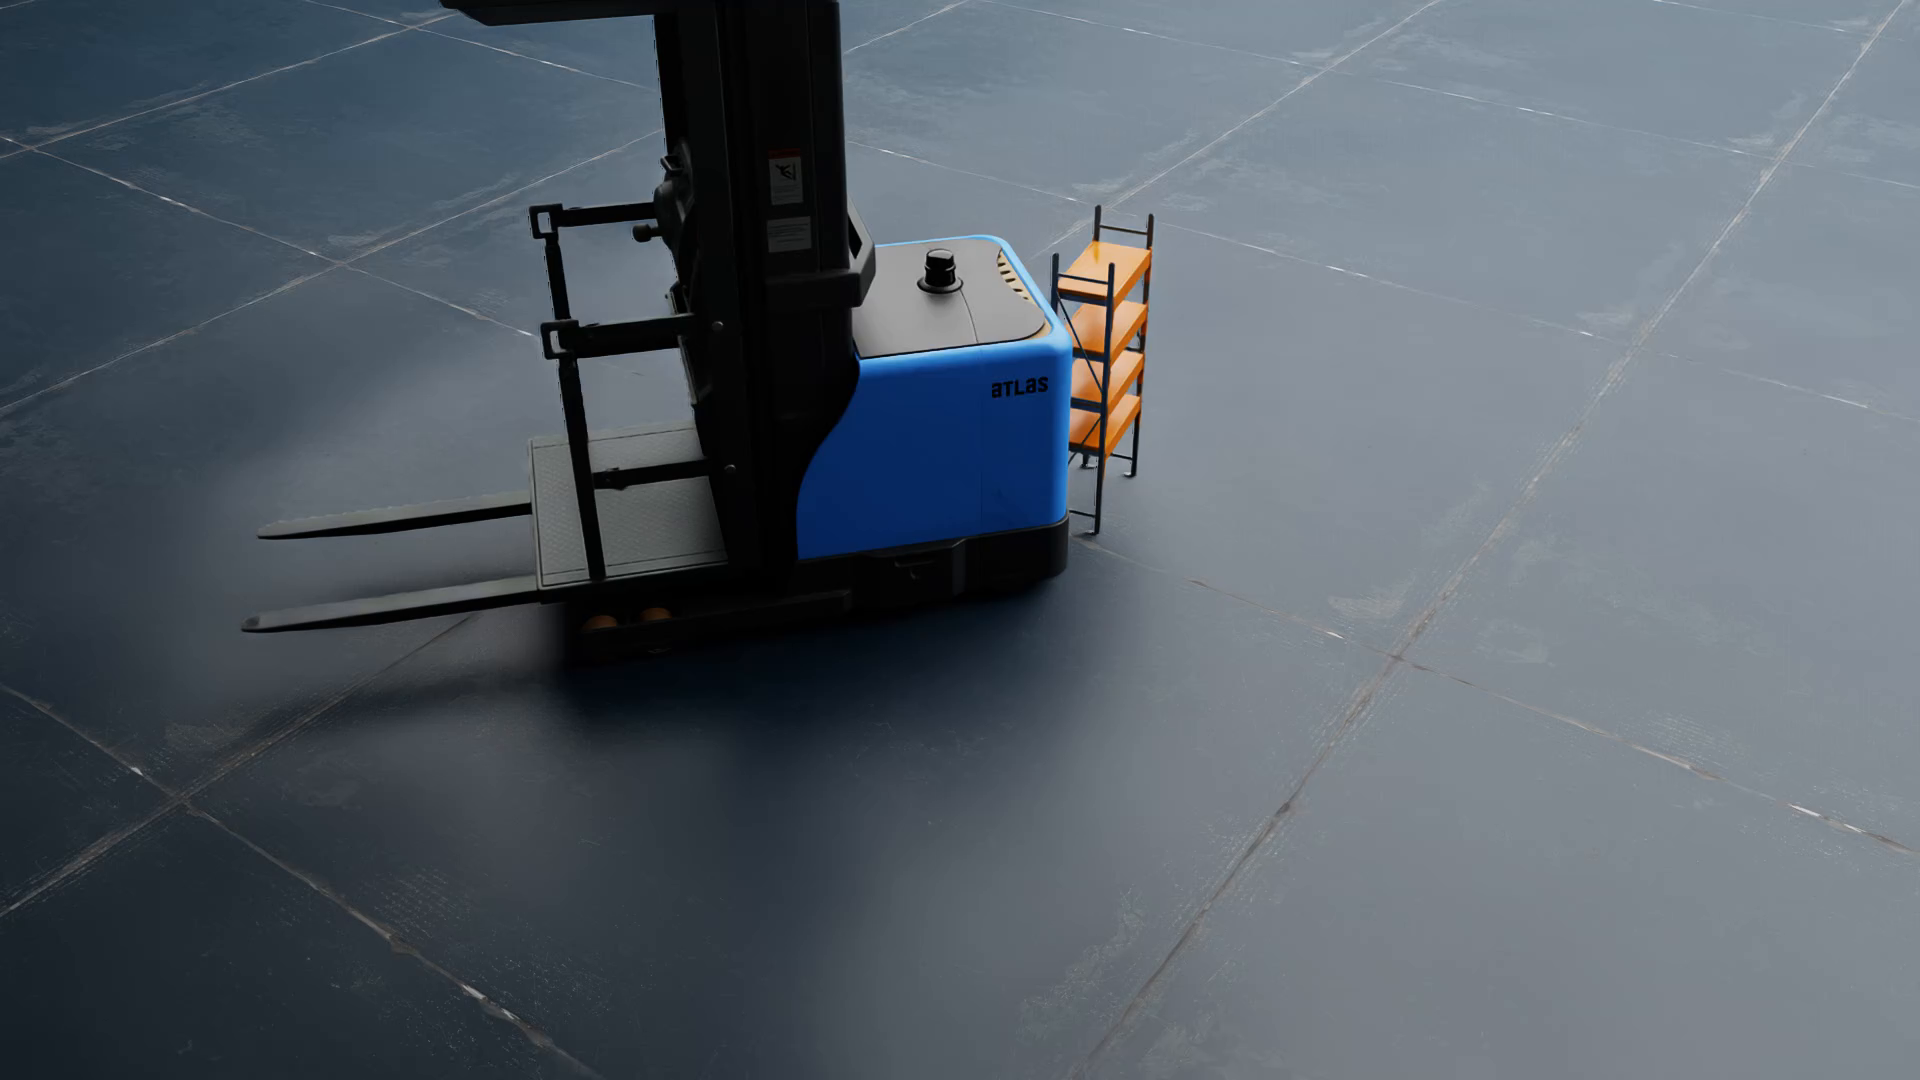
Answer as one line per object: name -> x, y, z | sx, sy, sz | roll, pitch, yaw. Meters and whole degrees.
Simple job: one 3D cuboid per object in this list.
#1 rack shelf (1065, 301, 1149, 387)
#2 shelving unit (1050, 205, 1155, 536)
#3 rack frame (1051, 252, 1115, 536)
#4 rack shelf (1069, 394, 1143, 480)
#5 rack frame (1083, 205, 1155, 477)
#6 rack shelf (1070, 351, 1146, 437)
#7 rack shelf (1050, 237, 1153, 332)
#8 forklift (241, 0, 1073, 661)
rack shelf -> 0.552, -0.800, 6.583 | 0.258, 0.148, 0.480 | 13, 36, 19
shelving unit -> 0.552, -0.671, 6.671 | 0.258, 1.200, 0.503 | 13, 36, 19
rack frame -> 0.458, -0.545, 6.484 | 0.240, 1.200, 0.015 | 13, 36, 19
rack shelf -> 0.552, -0.451, 6.820 | 0.258, 0.148, 0.480 | 13, 36, 19
rack frame -> 0.647, -0.797, 6.857 | 0.240, 1.200, 0.015 | 13, 36, 19
rack shelf -> 0.552, -0.615, 6.709 | 0.258, 0.148, 0.480 | 13, 36, 19
rack shelf -> 0.552, -0.996, 6.451 | 0.258, 0.148, 0.480 | 13, 36, 19
forklift -> -1.156, -1.098, 5.757 | 3.031, 2.935, 1.130 | -8, 35, -12
